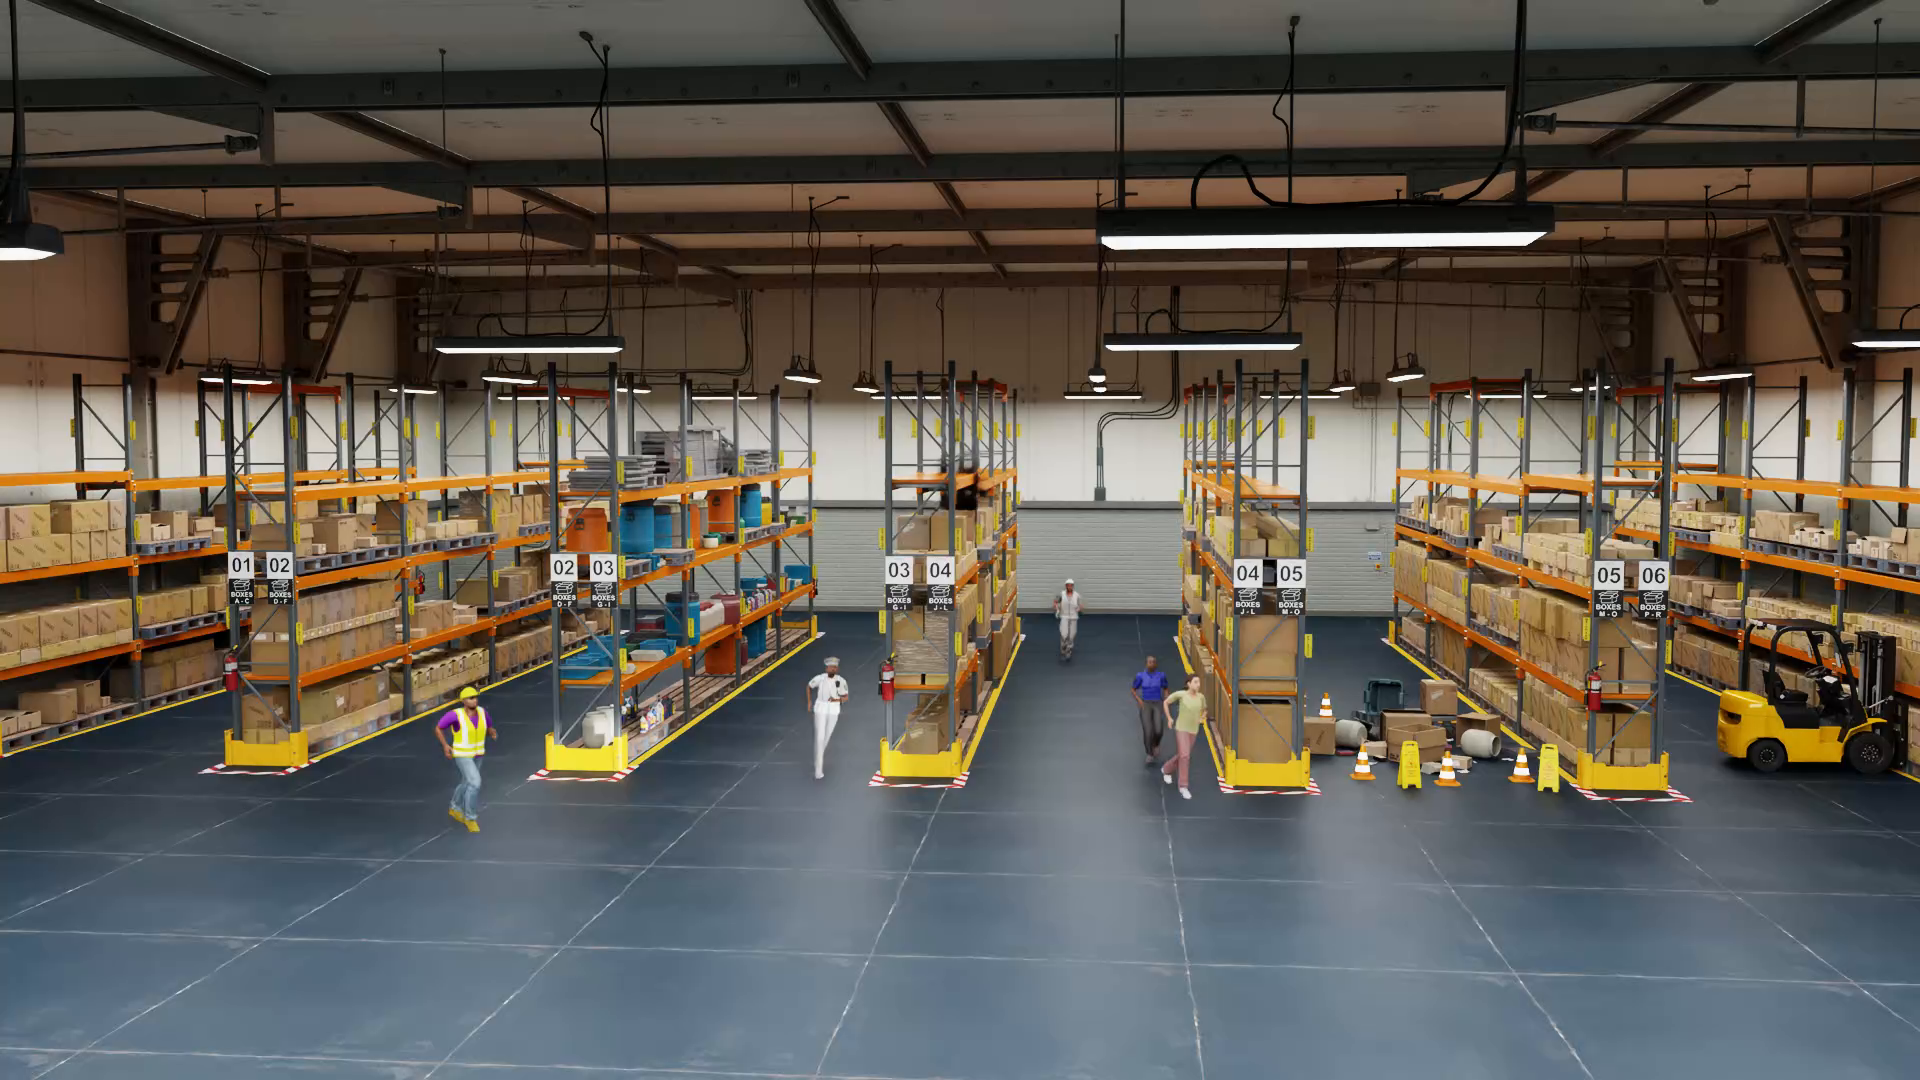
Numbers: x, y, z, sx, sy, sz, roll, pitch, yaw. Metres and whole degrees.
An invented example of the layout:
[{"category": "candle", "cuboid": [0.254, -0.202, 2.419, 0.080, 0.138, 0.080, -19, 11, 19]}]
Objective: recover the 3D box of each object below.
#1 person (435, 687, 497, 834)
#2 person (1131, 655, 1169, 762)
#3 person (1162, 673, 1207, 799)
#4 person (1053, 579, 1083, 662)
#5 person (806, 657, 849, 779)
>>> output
[{"category": "person", "cuboid": [-6.187, 2.743, 20.947, 0.785, 1.821, 0.686, 2, 4, 33]}, {"category": "person", "cuboid": [2.876, 2.543, 25.108, 0.593, 1.618, 0.525, 0, 4, 1]}, {"category": "person", "cuboid": [3.147, 2.662, 23.052, 0.606, 1.656, 0.944, -2, 4, -22]}, {"category": "person", "cuboid": [2.358, 1.747, 36.052, 0.631, 1.804, 0.707, 0, 4, -2]}, {"category": "person", "cuboid": [-1.926, 2.554, 24.328, 0.601, 1.701, 0.891, -1, 4, -17]}]
